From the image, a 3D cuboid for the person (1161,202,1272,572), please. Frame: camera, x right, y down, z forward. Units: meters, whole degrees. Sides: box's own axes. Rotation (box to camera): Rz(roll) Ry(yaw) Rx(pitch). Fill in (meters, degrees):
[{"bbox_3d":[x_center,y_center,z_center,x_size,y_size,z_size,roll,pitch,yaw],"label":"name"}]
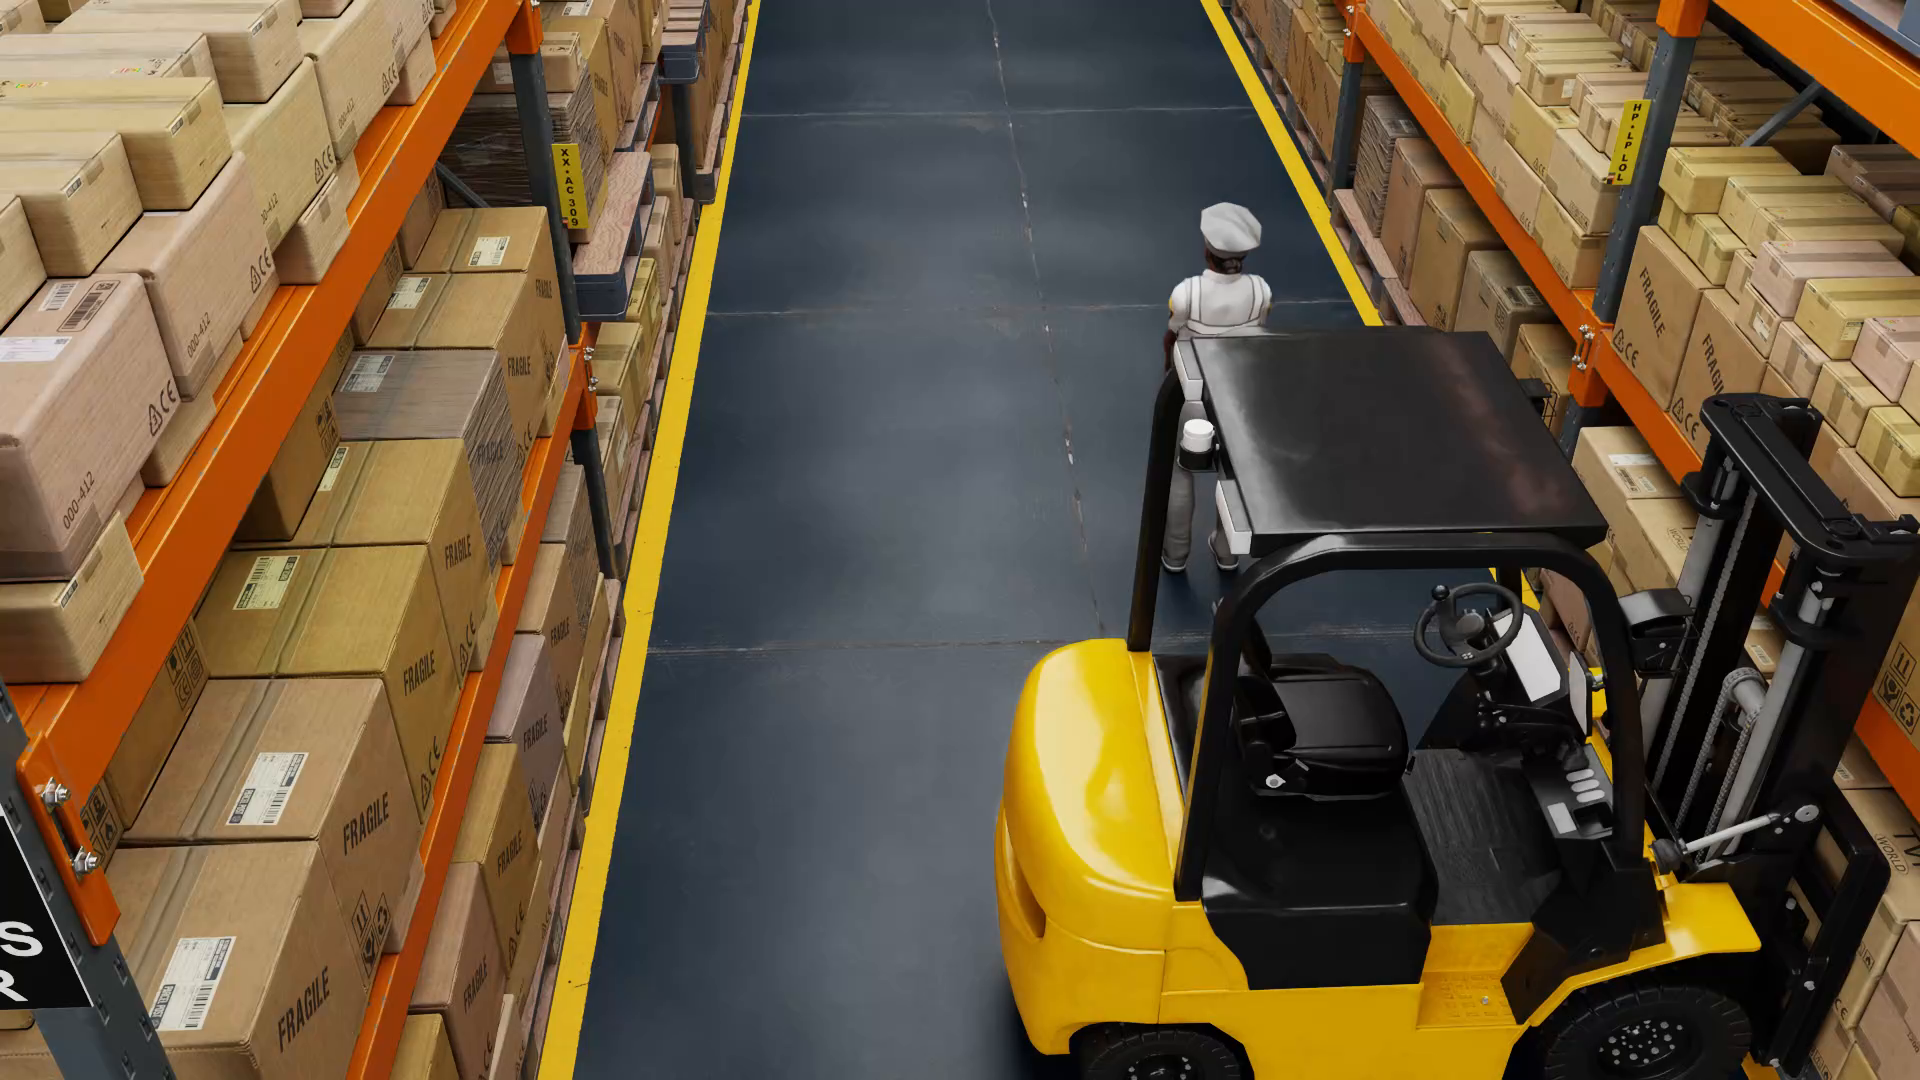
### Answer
[{"bbox_3d":[1.049,-0.648,7.041,0.423,1.691,0.521,-2,35,-3],"label":"person"}]
